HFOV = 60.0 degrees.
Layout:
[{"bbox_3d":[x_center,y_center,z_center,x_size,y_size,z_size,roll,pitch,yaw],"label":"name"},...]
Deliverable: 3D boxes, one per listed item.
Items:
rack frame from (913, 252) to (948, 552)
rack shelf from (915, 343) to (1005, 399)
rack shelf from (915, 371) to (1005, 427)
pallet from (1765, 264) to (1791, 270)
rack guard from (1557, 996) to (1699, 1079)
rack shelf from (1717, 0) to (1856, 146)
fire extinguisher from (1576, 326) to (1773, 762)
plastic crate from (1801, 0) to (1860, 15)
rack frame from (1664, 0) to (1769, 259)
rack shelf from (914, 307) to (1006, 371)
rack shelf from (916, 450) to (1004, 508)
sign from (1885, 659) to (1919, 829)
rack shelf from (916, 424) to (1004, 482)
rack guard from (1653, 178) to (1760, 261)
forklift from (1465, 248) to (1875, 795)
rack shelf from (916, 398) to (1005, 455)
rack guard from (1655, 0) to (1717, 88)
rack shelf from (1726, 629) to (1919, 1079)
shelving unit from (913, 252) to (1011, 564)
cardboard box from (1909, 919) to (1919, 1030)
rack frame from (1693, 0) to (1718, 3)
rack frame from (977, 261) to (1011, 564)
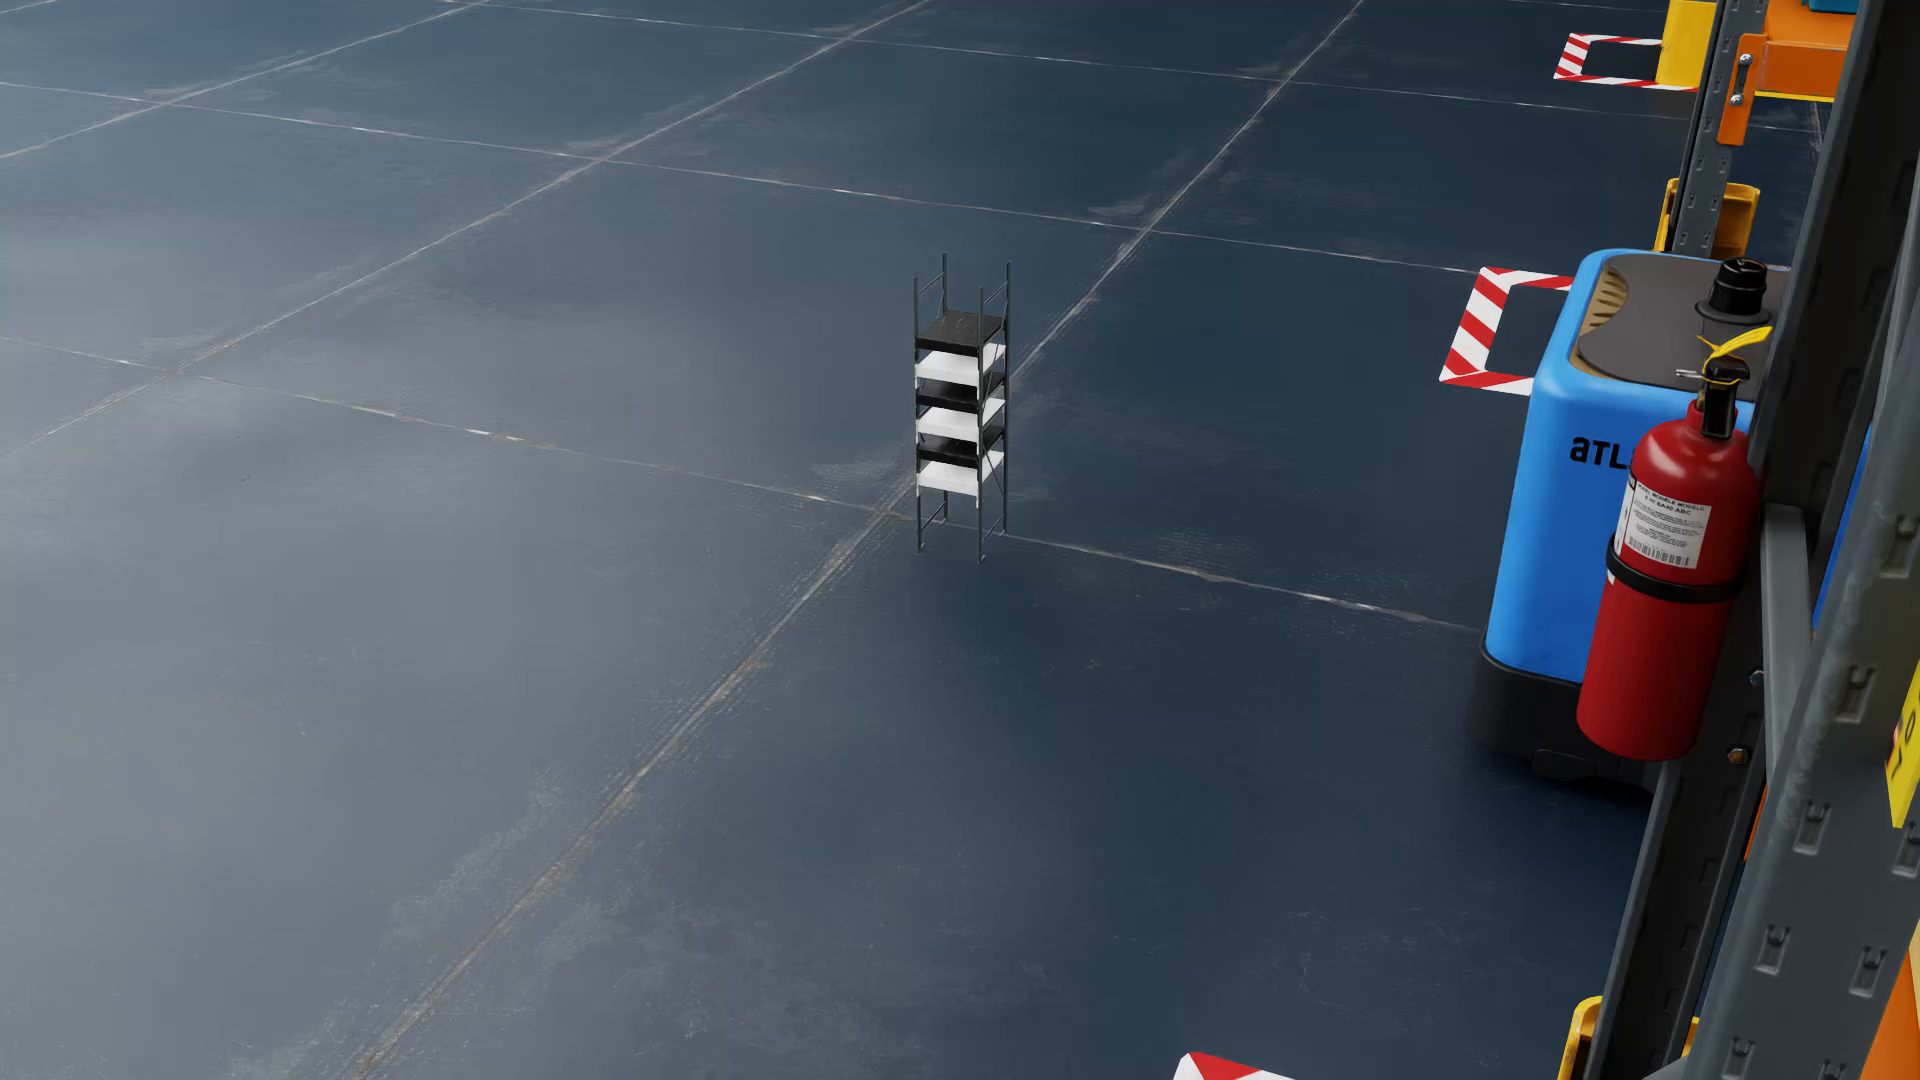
[{"bbox_3d":[-0.087,-0.409,5.059,0.006,0.900,0.240,11,31,19],"label":"rack frame"},{"bbox_3d":[0.008,-0.518,4.954,0.200,0.077,0.258,11,31,19],"label":"rack shelf"},{"bbox_3d":[0.008,-0.440,4.998,0.200,0.077,0.258,11,31,19],"label":"rack shelf"},{"bbox_3d":[3.635,-0.713,6.298,1.213,0.211,1.003,11,31,19],"label":"pallet"},{"bbox_3d":[1.004,1.288,2.463,0.348,0.500,1.175,11,31,19],"label":"rack guard"},{"bbox_3d":[4.649,-1.389,5.391,4.000,0.370,1.077,11,31,19],"label":"rack shelf"},{"bbox_3d":[1.001,-0.012,2.301,0.183,0.674,0.296,11,31,19],"label":"fire extinguisher"},{"bbox_3d":[3.372,-2.052,5.983,0.616,0.251,0.499,11,31,19],"label":"plastic crate"},{"bbox_3d":[2.796,-2.073,5.869,0.127,3.000,1.000,11,31,19],"label":"rack frame"},{"bbox_3d":[0.008,-0.596,4.909,0.200,0.077,0.258,11,31,19],"label":"rack shelf"},{"bbox_3d":[0.008,-0.205,5.131,0.200,0.077,0.258,11,31,19],"label":"rack shelf"},{"bbox_3d":[0.730,0.056,1.222,0.005,0.325,0.100,11,31,19],"label":"sign"},{"bbox_3d":[0.008,-0.283,5.087,0.200,0.077,0.258,11,31,19],"label":"rack shelf"},{"bbox_3d":[2.884,-0.992,6.497,0.348,0.500,1.175,11,31,19],"label":"rack guard"},{"bbox_3d":[2.854,-0.623,3.374,3.031,2.935,1.130,13,32,22],"label":"forklift"},{"bbox_3d":[0.008,-0.361,5.042,0.200,0.077,0.258,11,31,19],"label":"rack shelf"},{"bbox_3d":[4.640,-3.247,10.486,0.348,0.500,1.175,11,31,19],"label":"rack guard"},{"bbox_3d":[2.787,0.869,1.395,4.000,0.370,1.077,11,31,19],"label":"rack shelf"},{"bbox_3d":[0.008,-0.390,5.026,0.210,0.900,0.258,11,31,19],"label":"shelving unit"},{"bbox_3d":[1.108,0.457,1.649,0.250,0.149,0.380,11,31,19],"label":"cardboard box"},{"bbox_3d":[4.662,-4.330,9.863,0.127,3.000,1.000,11,31,19],"label":"rack frame"},{"bbox_3d":[0.102,-0.371,4.993,0.006,0.900,0.240,11,31,19],"label":"rack frame"}]
